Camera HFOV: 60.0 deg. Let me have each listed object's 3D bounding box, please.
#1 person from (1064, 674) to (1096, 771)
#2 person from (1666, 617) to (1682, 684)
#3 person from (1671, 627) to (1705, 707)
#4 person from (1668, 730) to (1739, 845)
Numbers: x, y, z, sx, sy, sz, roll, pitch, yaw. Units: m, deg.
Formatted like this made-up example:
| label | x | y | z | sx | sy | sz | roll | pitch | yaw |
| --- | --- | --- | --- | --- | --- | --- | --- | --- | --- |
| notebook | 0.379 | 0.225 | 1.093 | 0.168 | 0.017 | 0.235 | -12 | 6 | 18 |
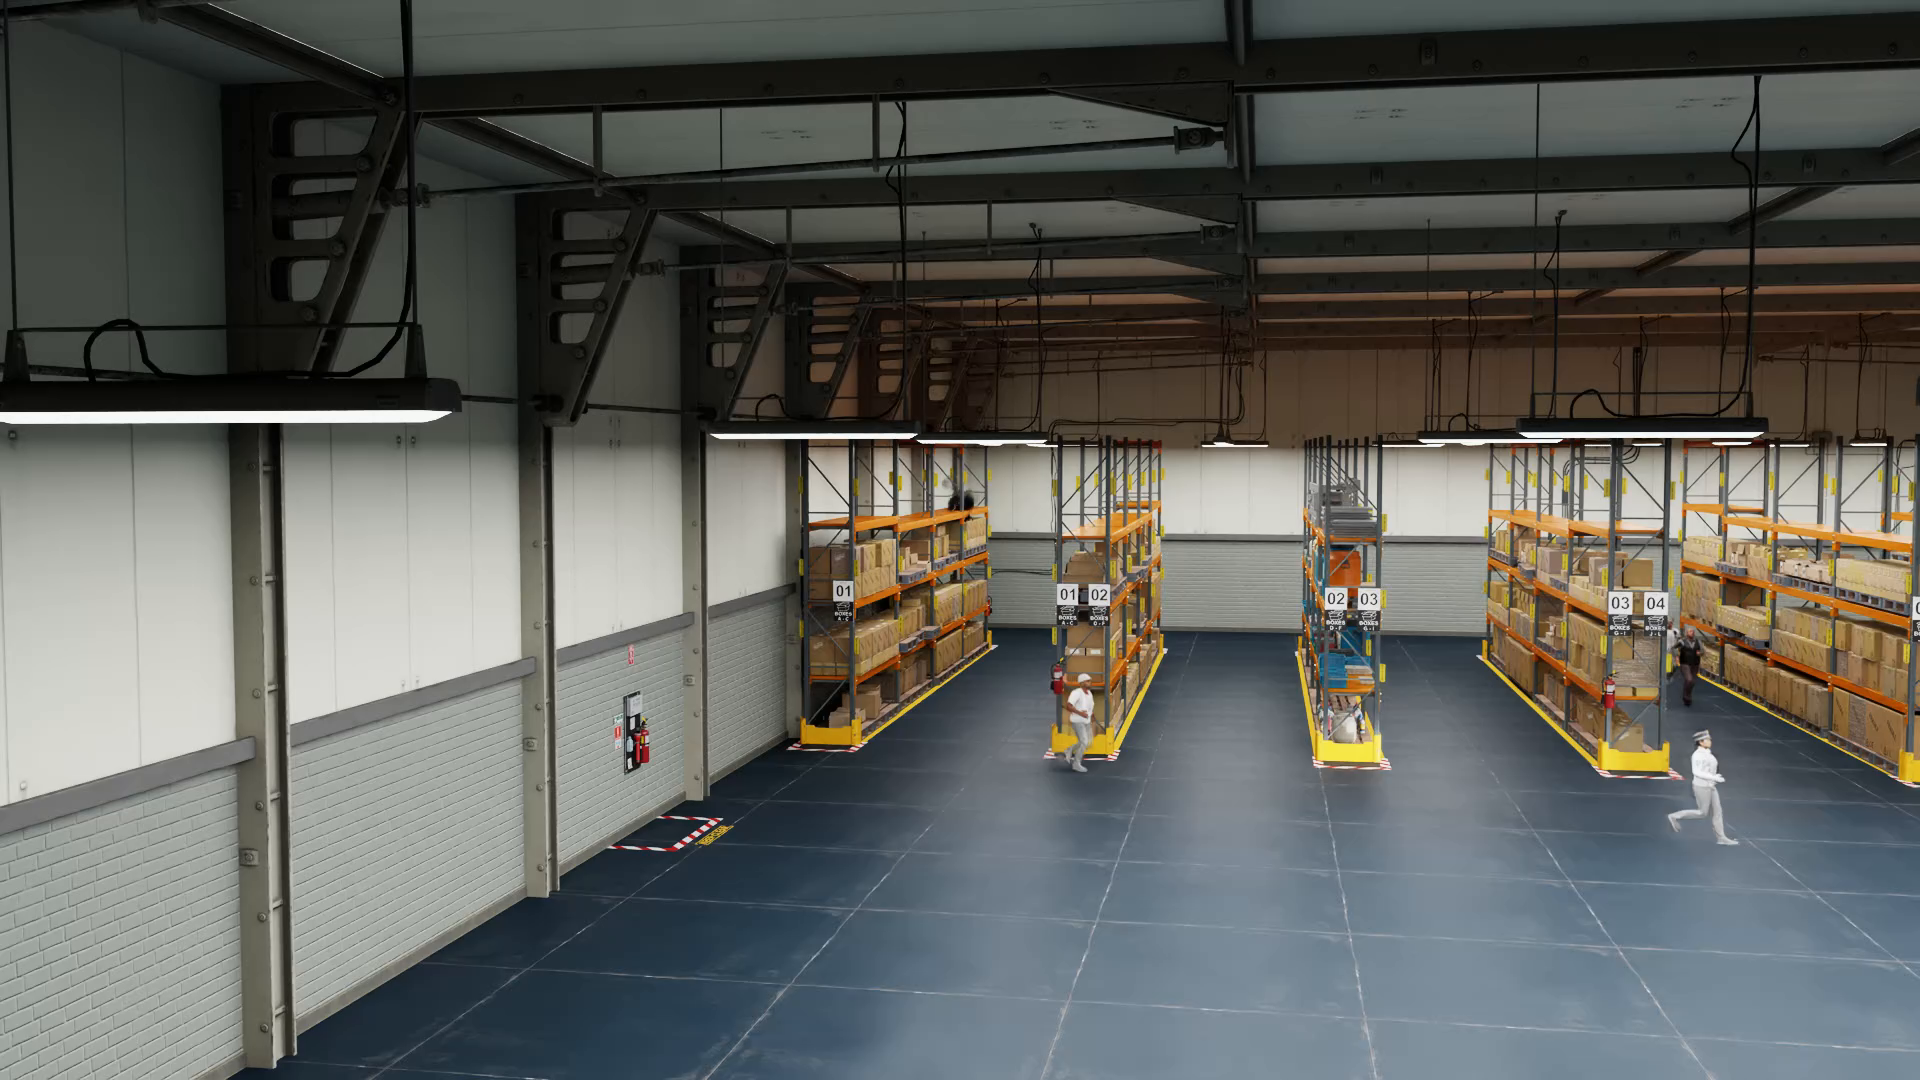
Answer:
| label | x | y | z | sx | sy | sz | roll | pitch | yaw |
| --- | --- | --- | --- | --- | --- | --- | --- | --- | --- |
| person | 2.171 | 3.258 | 29.877 | 0.632 | 1.709 | 0.731 | 2 | 4 | 38 |
| person | 17.316 | 2.704 | 40.528 | 0.590 | 1.657 | 0.552 | 1 | 3 | 16 |
| person | 16.361 | 2.851 | 37.299 | 0.624 | 1.780 | 0.752 | 0 | 3 | -1 |
| person | 10.823 | 3.575 | 24.151 | 0.949 | 1.656 | 0.630 | 2 | 4 | 38 |
